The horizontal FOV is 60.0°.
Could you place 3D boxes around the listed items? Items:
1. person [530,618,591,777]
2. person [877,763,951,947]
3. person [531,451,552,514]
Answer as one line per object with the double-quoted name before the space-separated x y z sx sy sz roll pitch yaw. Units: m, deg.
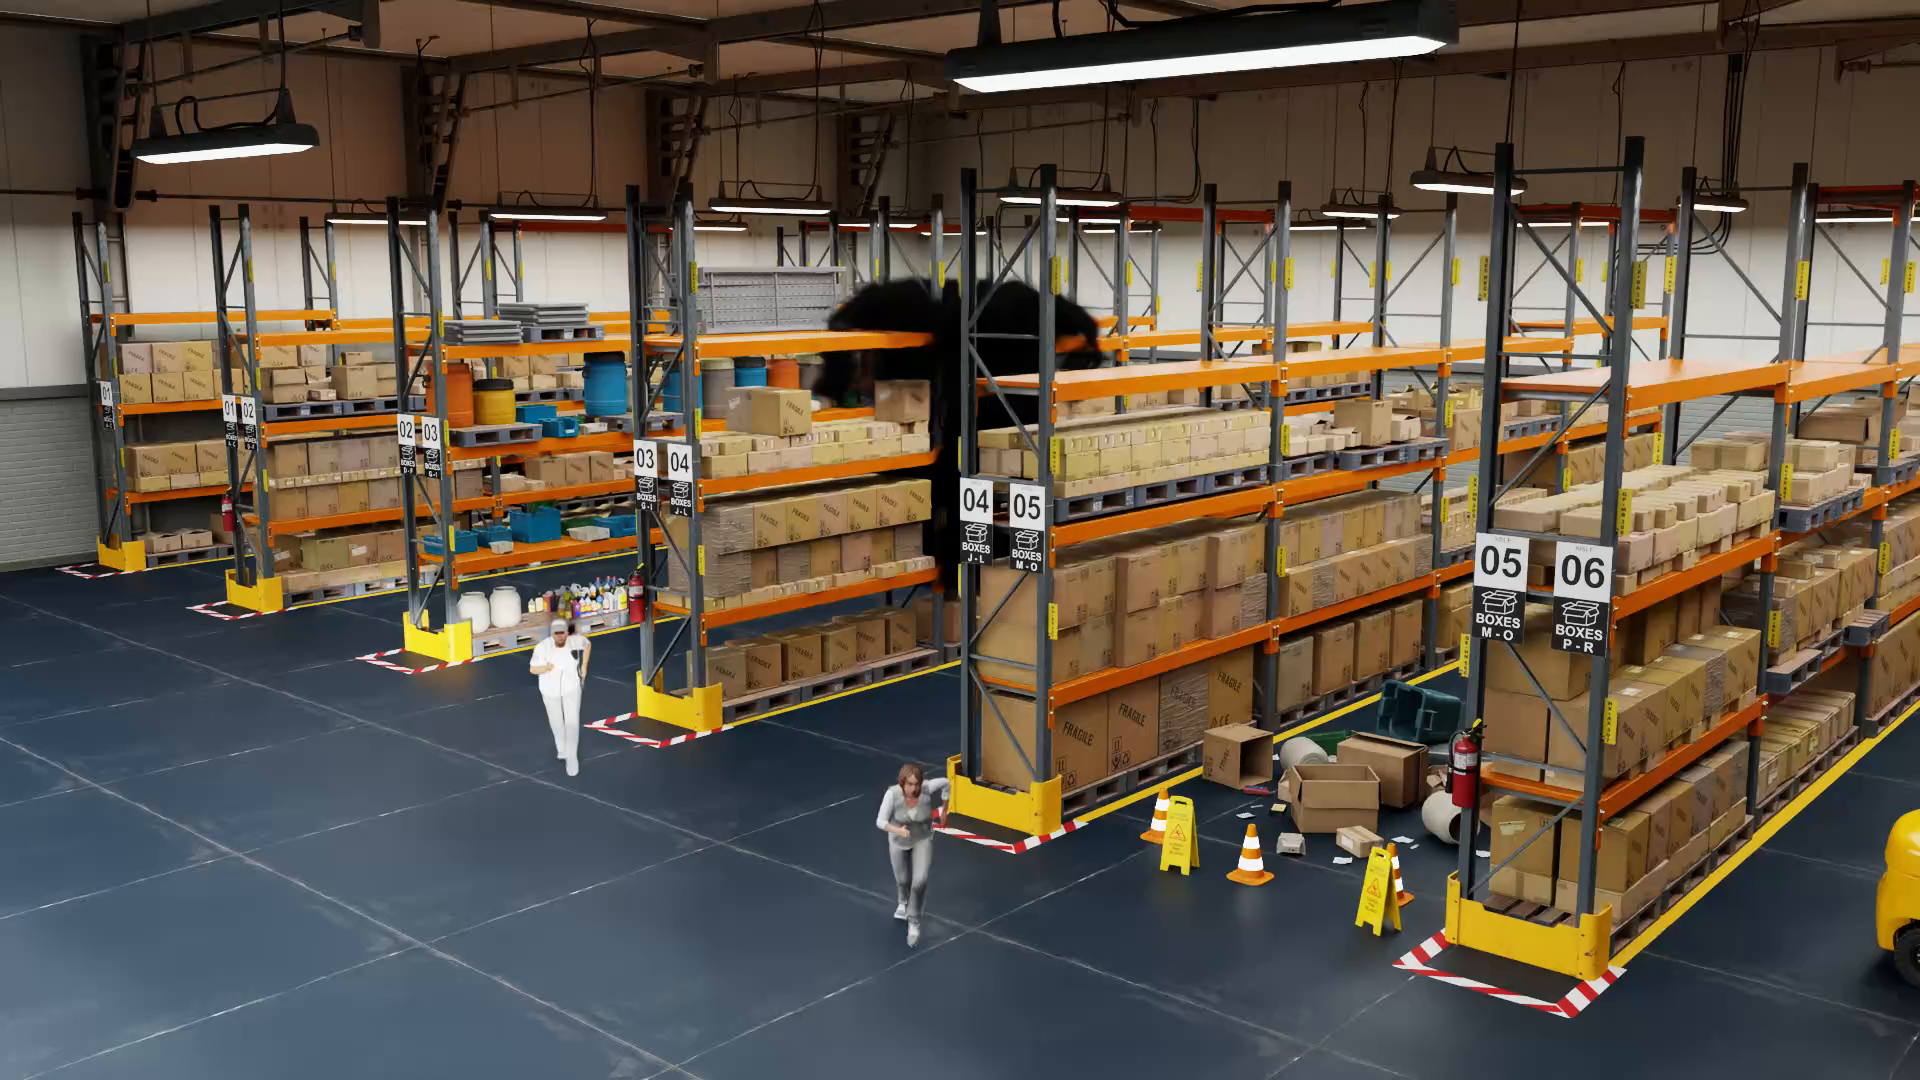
"person" -4.063 1.559 16.984 0.593 1.616 0.878 -2 10 -9
"person" -0.354 2.357 12.742 0.578 1.500 0.906 -1 10 -5
"person" -7.794 -0.892 31.347 0.656 1.774 0.845 8 13 41
